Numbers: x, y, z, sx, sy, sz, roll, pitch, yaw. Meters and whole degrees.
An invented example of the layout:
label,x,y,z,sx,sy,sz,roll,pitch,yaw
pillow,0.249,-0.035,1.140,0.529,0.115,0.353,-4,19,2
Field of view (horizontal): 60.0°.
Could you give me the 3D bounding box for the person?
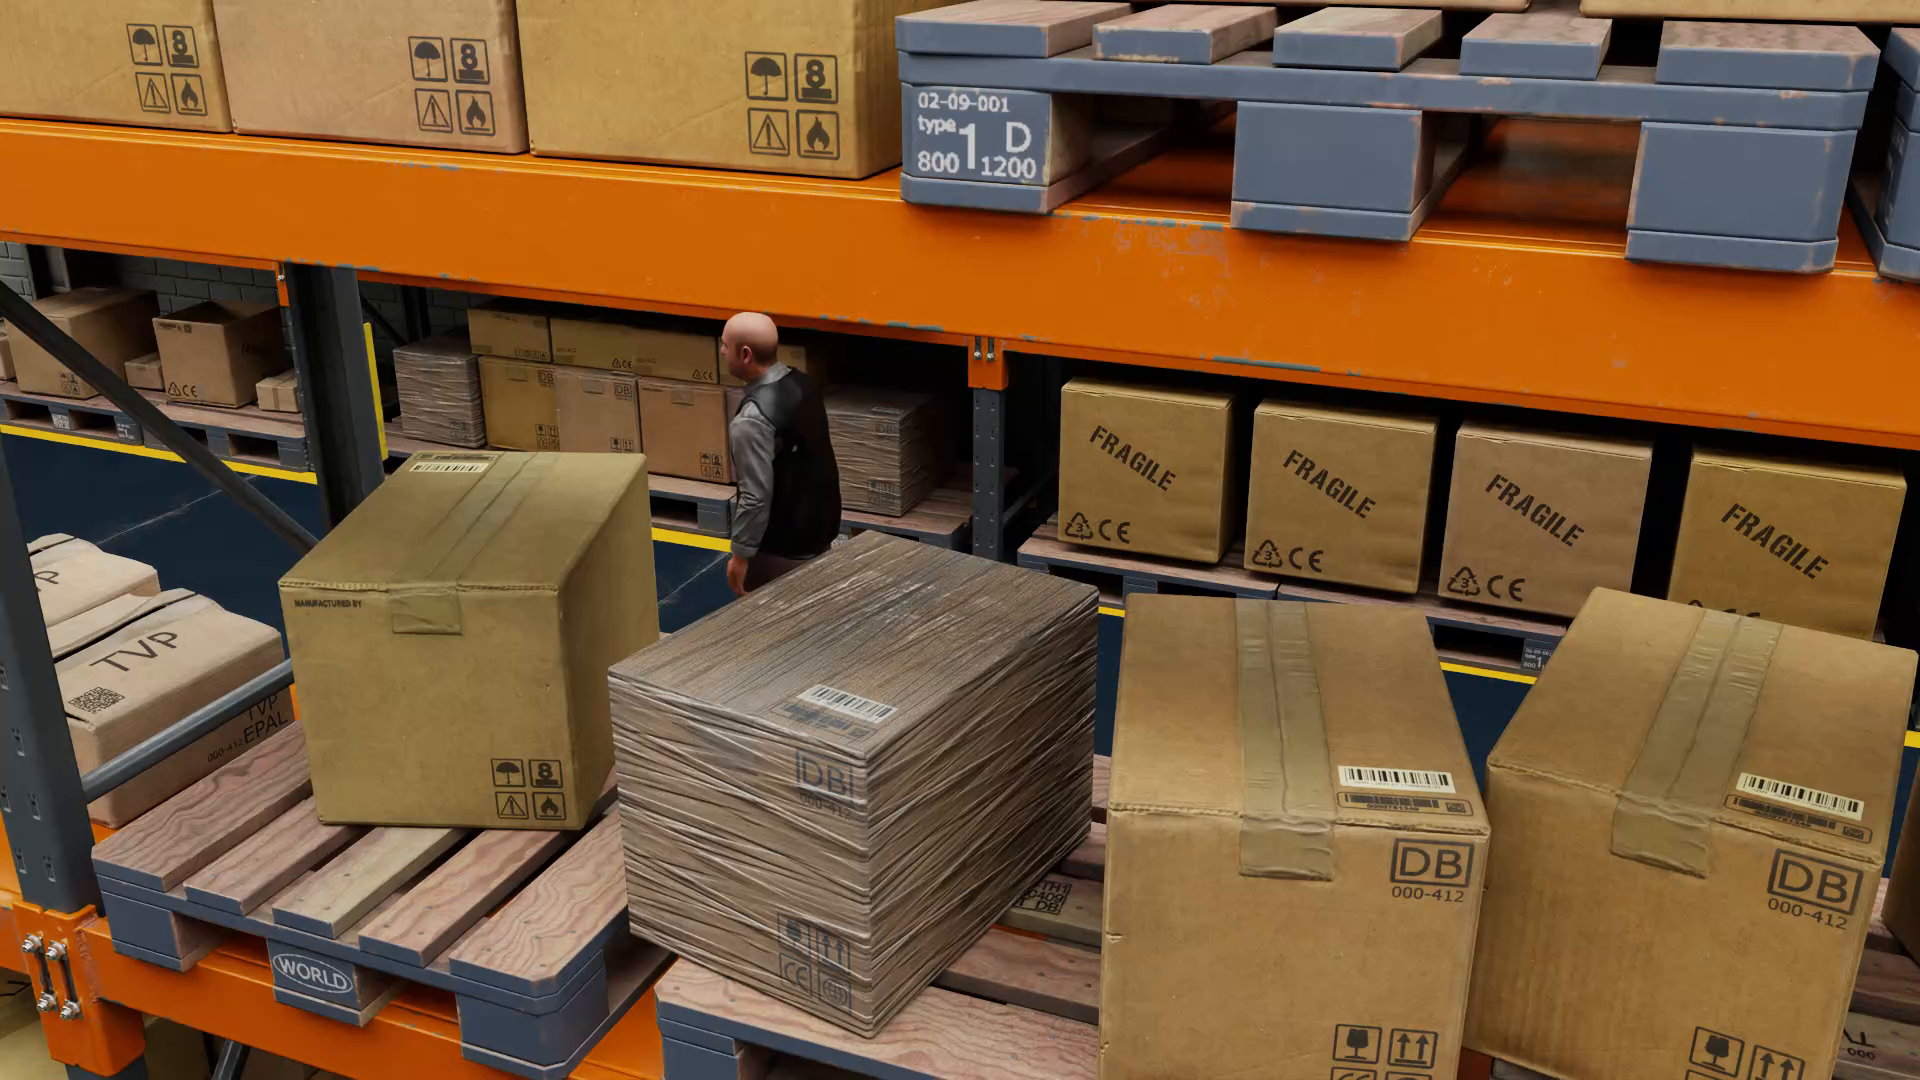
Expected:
label,x,y,z,sx,sy,sz,roll,pitch,yaw
person,-0.653,0.004,6.112,0.415,1.722,0.592,8,23,18
